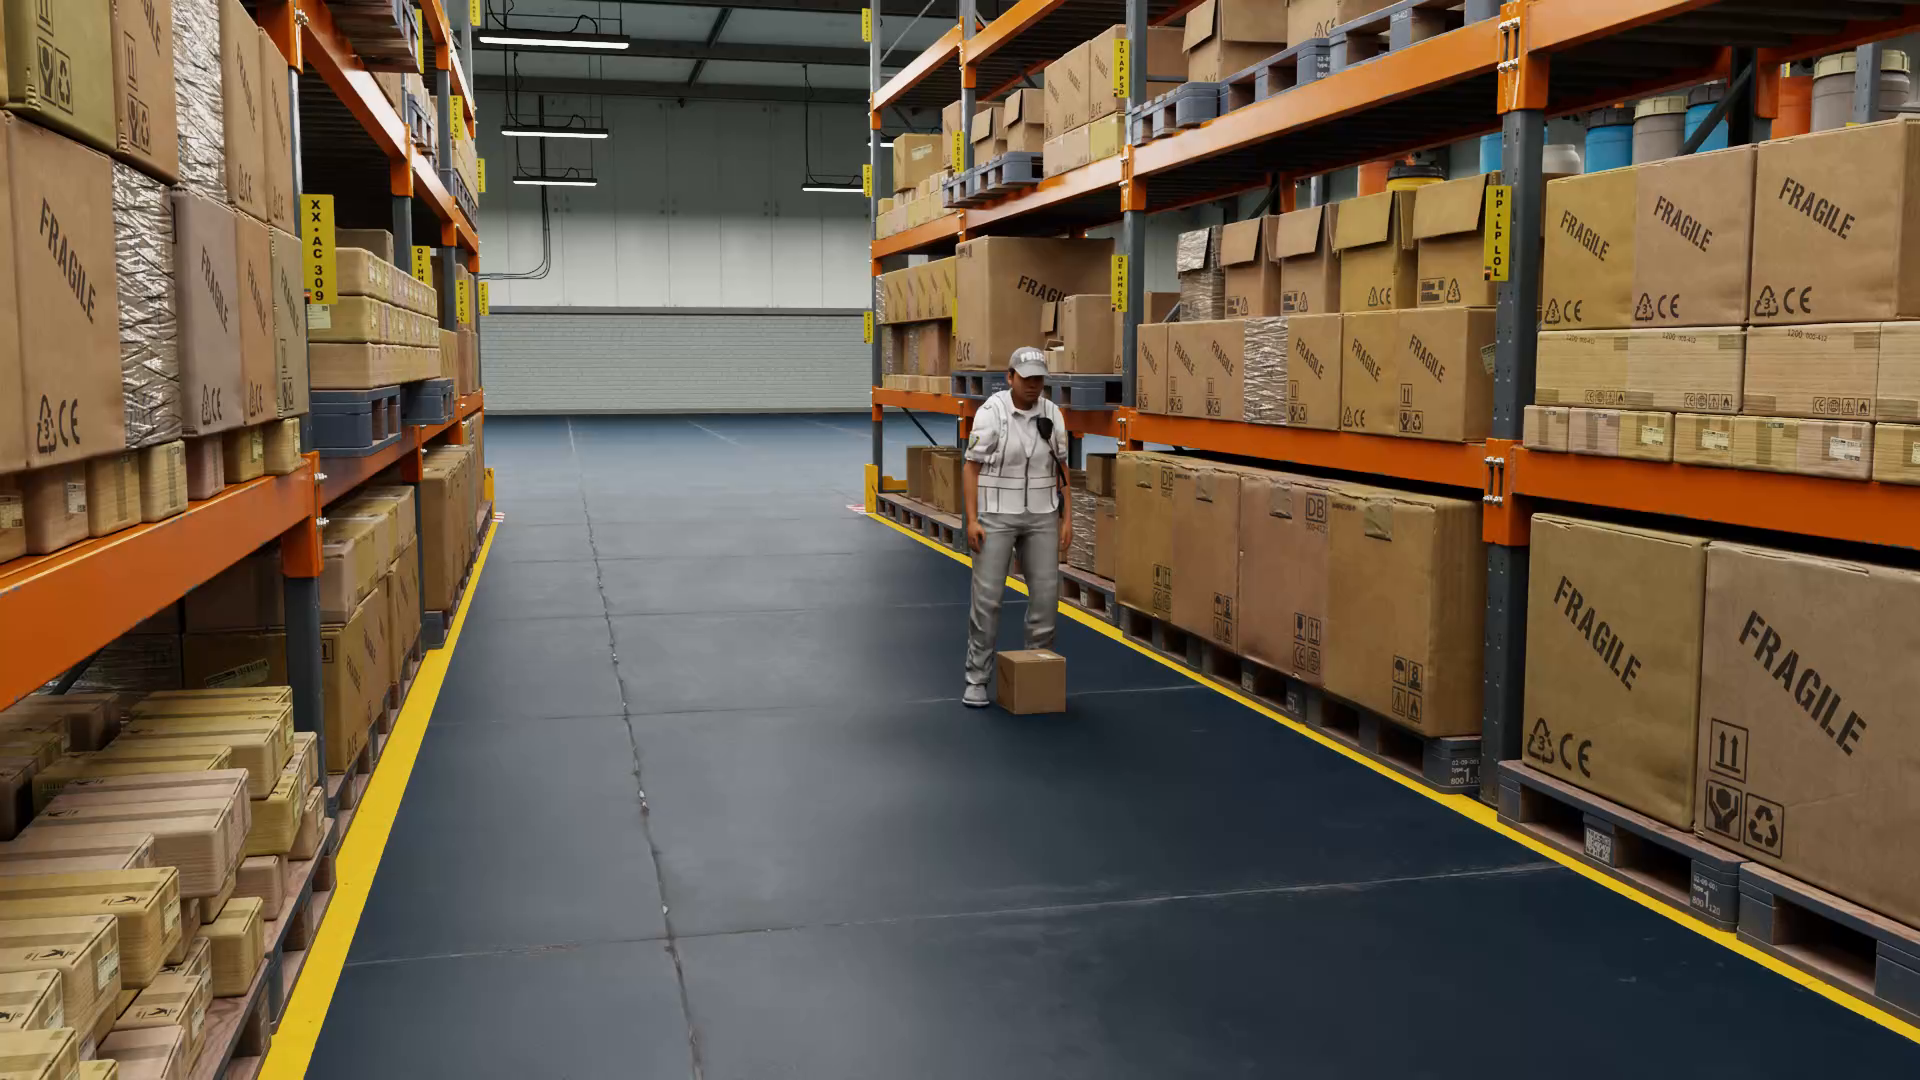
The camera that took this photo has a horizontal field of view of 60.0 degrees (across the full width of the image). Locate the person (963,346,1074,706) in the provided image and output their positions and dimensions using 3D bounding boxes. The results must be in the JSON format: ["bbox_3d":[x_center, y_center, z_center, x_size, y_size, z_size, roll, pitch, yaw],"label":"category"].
[{"bbox_3d":[0.265,-0.072,7.809,0.562,1.667,0.465,-2,6,-16],"label":"person"}]
